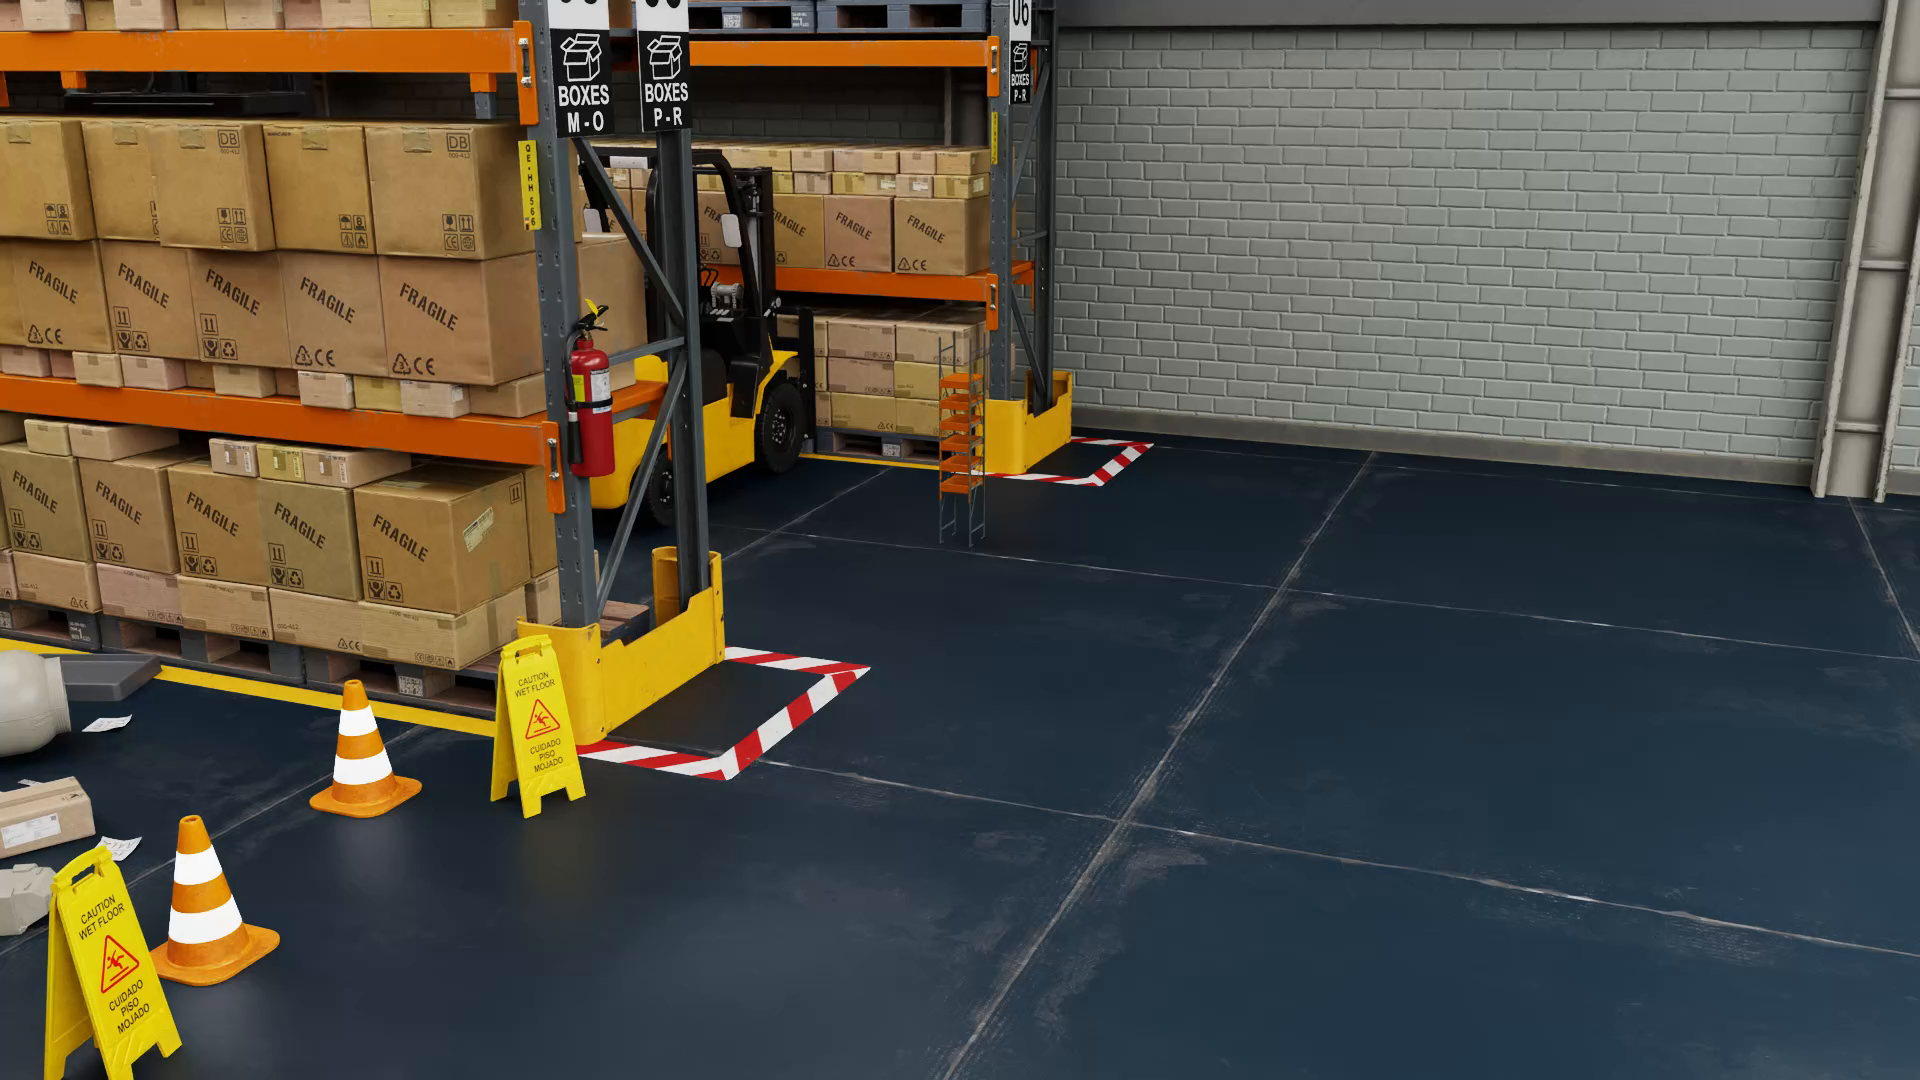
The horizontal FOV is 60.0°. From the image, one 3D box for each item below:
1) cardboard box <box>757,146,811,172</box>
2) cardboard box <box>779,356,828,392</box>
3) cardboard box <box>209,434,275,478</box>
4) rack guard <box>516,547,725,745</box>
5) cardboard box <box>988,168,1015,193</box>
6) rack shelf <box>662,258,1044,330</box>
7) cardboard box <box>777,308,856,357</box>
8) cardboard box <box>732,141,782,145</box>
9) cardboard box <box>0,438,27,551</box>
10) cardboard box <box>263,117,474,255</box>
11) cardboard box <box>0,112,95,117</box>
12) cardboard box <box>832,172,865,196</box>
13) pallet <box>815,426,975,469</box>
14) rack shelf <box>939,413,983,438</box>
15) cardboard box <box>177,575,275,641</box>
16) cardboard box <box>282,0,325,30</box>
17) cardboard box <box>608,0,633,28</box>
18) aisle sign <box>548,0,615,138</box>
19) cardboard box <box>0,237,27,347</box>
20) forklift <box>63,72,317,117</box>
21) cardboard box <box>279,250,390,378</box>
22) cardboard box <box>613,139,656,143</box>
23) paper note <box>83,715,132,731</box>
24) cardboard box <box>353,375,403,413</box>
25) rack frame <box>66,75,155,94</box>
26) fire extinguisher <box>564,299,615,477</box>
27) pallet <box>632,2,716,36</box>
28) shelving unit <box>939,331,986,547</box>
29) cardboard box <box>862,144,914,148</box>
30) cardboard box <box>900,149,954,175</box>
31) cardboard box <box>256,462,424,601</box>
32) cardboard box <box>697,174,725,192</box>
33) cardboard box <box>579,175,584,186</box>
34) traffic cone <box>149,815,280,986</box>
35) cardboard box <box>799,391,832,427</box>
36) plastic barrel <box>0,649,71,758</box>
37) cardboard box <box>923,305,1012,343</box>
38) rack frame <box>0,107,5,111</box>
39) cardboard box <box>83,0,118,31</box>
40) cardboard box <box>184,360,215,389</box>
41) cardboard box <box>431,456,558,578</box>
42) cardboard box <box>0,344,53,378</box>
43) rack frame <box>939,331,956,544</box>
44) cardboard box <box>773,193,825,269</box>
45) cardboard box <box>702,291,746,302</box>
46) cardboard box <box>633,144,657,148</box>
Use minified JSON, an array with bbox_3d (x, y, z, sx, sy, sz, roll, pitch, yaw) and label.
[{"bbox_3d":[-1.200,-2.635,11.492,0.250,0.149,0.380,7,17,22],"label":"cardboard box"},{"bbox_3d":[-1.083,-1.237,11.837,0.500,0.250,0.500,6,17,19],"label":"cardboard box"},{"bbox_3d":[-3.067,-0.399,7.338,0.250,0.149,0.380,7,18,23],"label":"cardboard box"},{"bbox_3d":[-1.454,0.435,7.279,0.348,0.500,1.175,6,17,21],"label":"rack guard"},{"bbox_3d":[0.215,-2.507,11.587,0.250,0.149,0.380,6,17,19],"label":"cardboard box"},{"bbox_3d":[-1.426,-1.905,12.145,4.000,0.370,1.077,6,17,21],"label":"rack shelf"},{"bbox_3d":[-1.058,-1.473,11.752,0.500,0.250,0.500,7,17,21],"label":"cardboard box"},{"bbox_3d":[-1.475,-2.830,12.164,0.250,0.149,0.380,7,18,22],"label":"cardboard box"},{"bbox_3d":[-4.654,-0.278,8.085,0.500,0.500,0.500,7,18,23],"label":"cardboard box"},{"bbox_3d":[-2.406,-1.478,6.879,0.500,0.500,0.700,6,17,21],"label":"cardboard box"},{"bbox_3d":[-4.307,-1.679,7.570,0.500,0.500,0.700,6,17,21],"label":"cardboard box"},{"bbox_3d":[-0.684,-2.457,11.414,0.250,0.149,0.380,6,17,20],"label":"cardboard box"},{"bbox_3d":[-0.292,-0.774,11.961,1.213,0.211,1.003,6,17,21],"label":"pallet"},{"bbox_3d":[0.013,-0.647,9.480,0.180,0.103,0.258,6,17,21],"label":"rack shelf"},{"bbox_3d":[-3.201,0.241,7.642,0.500,0.250,0.500,6,17,19],"label":"cardboard box"},{"bbox_3d":[-2.507,-2.138,6.728,0.250,0.149,0.380,6,17,21],"label":"cardboard box"},{"bbox_3d":[-1.572,-2.196,6.928,0.250,0.149,0.380,6,17,21],"label":"cardboard box"},{"bbox_3d":[-1.432,-1.925,6.261,0.004,0.787,0.394,6,17,21],"label":"aisle sign"},{"bbox_3d":[-4.321,-1.195,7.698,0.500,0.500,0.500,6,17,20],"label":"cardboard box"},{"bbox_3d":[-4.492,-1.631,10.033,1.130,2.935,3.031,1,16,3],"label":"forklift"},{"bbox_3d":[-2.453,-0.985,6.974,0.500,0.500,0.500,6,17,21],"label":"cardboard box"},{"bbox_3d":[-2.409,-2.943,12.554,0.250,0.149,0.380,6,17,20],"label":"cardboard box"},{"bbox_3d":[-3.576,0.767,6.977,0.148,0.019,0.142,0,16,1],"label":"paper note"},{"bbox_3d":[-2.316,-0.649,6.979,0.250,0.149,0.380,6,17,20],"label":"cardboard box"},{"bbox_3d":[-7.007,-2.864,14.159,0.127,3.000,1.000,6,17,21],"label":"rack frame"},{"bbox_3d":[-1.445,-0.590,6.463,0.183,0.674,0.296,6,17,21],"label":"fire extinguisher"},{"bbox_3d":[-2.483,-3.772,12.066,1.213,0.211,1.003,6,17,21],"label":"pallet"},{"bbox_3d":[0.013,-0.575,9.501,0.189,1.200,0.258,6,17,21],"label":"shelving unit"},{"bbox_3d":[-0.506,-2.726,11.806,0.250,0.149,0.380,6,17,21],"label":"cardboard box"},{"bbox_3d":[-0.216,-2.547,11.191,0.250,0.149,0.380,6,17,21],"label":"cardboard box"},{"bbox_3d":[-2.711,-0.066,7.354,0.500,0.500,0.500,7,18,23],"label":"cardboard box"},{"bbox_3d":[-1.655,-2.550,11.735,0.250,0.149,0.380,6,17,19],"label":"cardboard box"},{"bbox_3d":[-2.592,-2.668,12.141,0.250,0.149,0.380,6,17,21],"label":"cardboard box"},{"bbox_3d":[-2.347,1.074,5.145,0.334,0.463,0.336,6,17,21],"label":"traffic cone"},{"bbox_3d":[-1.039,-1.000,11.916,0.500,0.250,0.500,6,17,21],"label":"cardboard box"},{"bbox_3d":[-3.860,0.661,6.638,0.512,0.421,0.421,-9,18,-27],"label":"plastic barrel"},{"bbox_3d":[0.057,-1.505,11.864,0.500,0.250,0.500,6,17,20],"label":"cardboard box"},{"bbox_3d":[-5.104,-1.167,8.314,0.127,3.000,1.000,6,17,21],"label":"rack frame"},{"bbox_3d":[-3.467,-2.233,7.056,0.250,0.149,0.380,6,17,21],"label":"cardboard box"},{"bbox_3d":[-3.224,-0.781,7.436,0.250,0.149,0.380,6,17,21],"label":"cardboard box"},{"bbox_3d":[-2.054,-0.156,7.663,0.500,0.500,0.500,6,17,19],"label":"cardboard box"},{"bbox_3d":[-4.199,-0.865,7.724,0.250,0.149,0.380,7,18,22],"label":"cardboard box"},{"bbox_3d":[-0.072,-0.584,9.534,0.006,1.200,0.240,6,17,21],"label":"rack frame"},{"bbox_3d":[-1.075,-2.184,11.636,0.500,0.500,0.500,6,17,20],"label":"cardboard box"},{"bbox_3d":[-1.815,-1.713,12.579,0.500,0.250,0.500,6,17,21],"label":"cardboard box"},{"bbox_3d":[-2.128,-2.748,11.883,0.250,0.149,0.380,6,17,20],"label":"cardboard box"}]
